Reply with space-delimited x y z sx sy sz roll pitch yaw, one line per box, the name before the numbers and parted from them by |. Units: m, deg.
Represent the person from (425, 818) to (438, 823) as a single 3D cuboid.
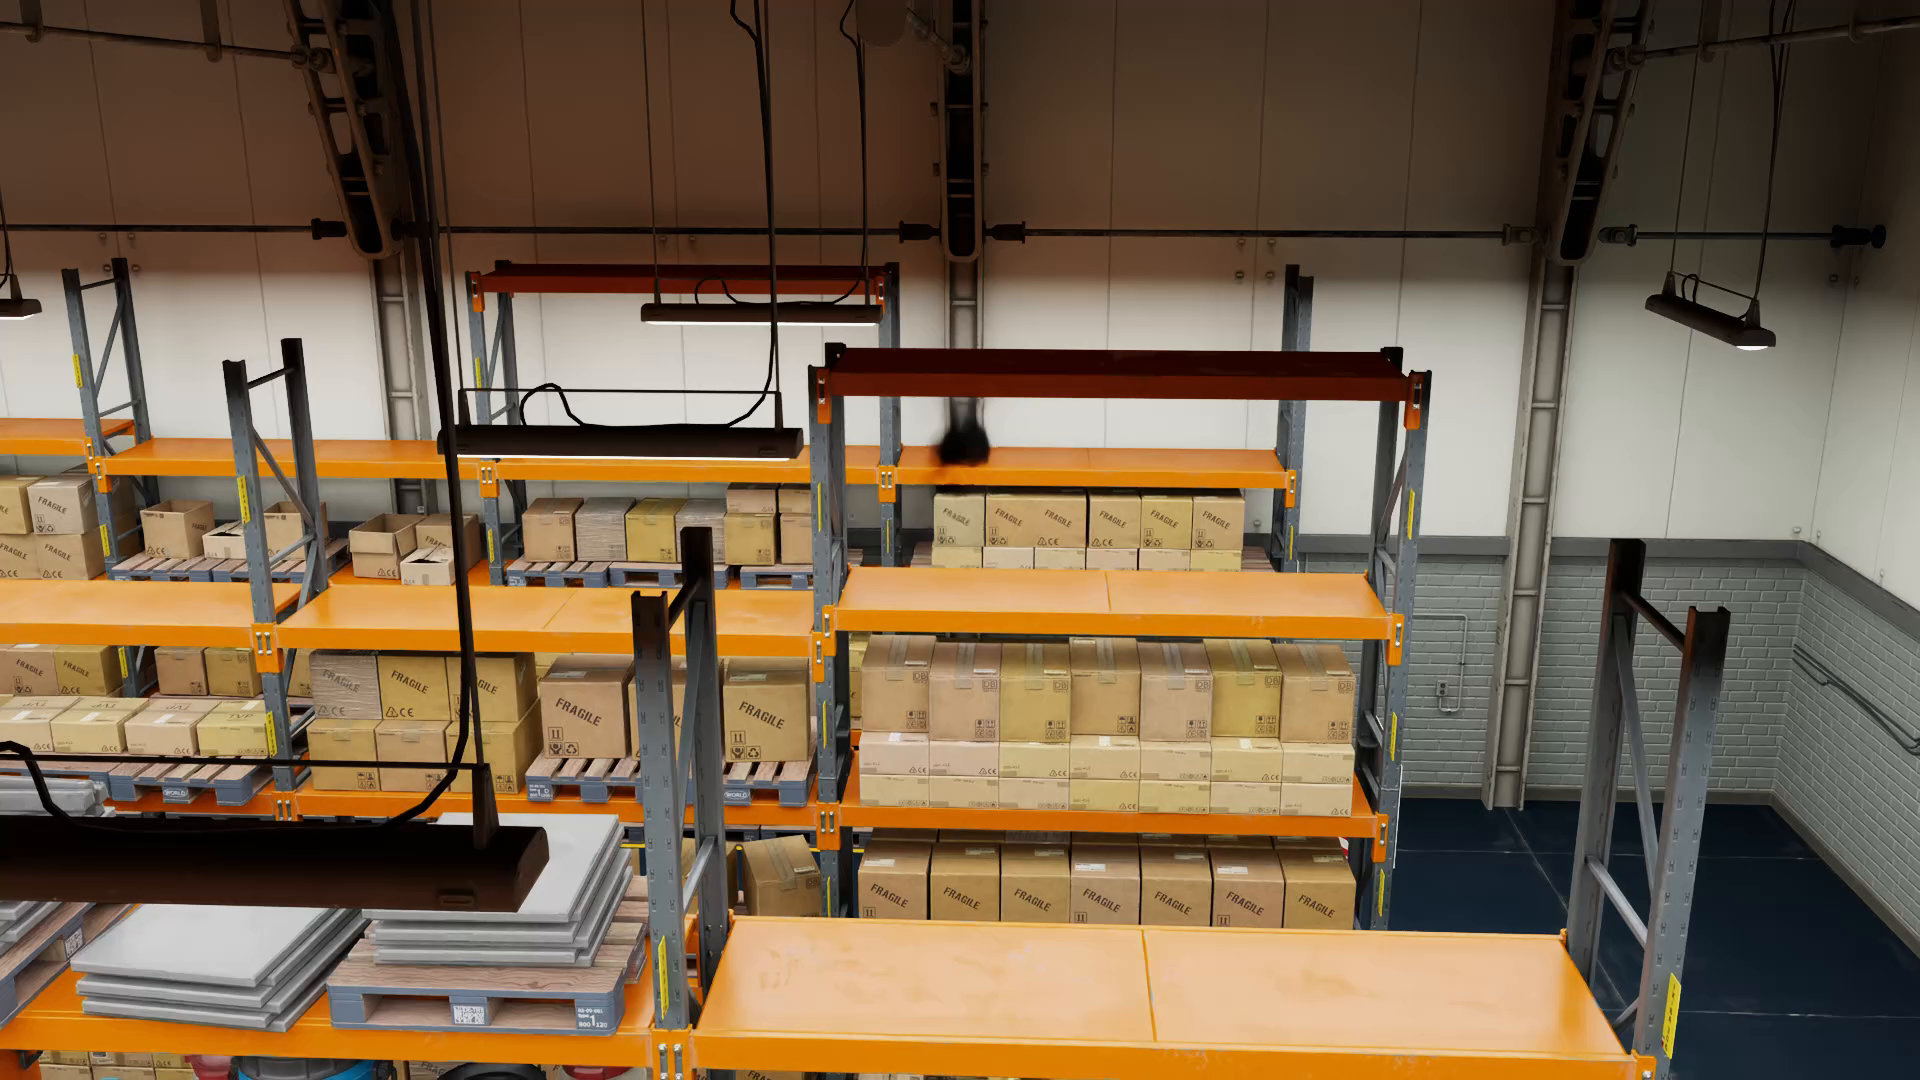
person | -4.763 2.791 16.081 0.684 1.597 0.719 8 18 26
